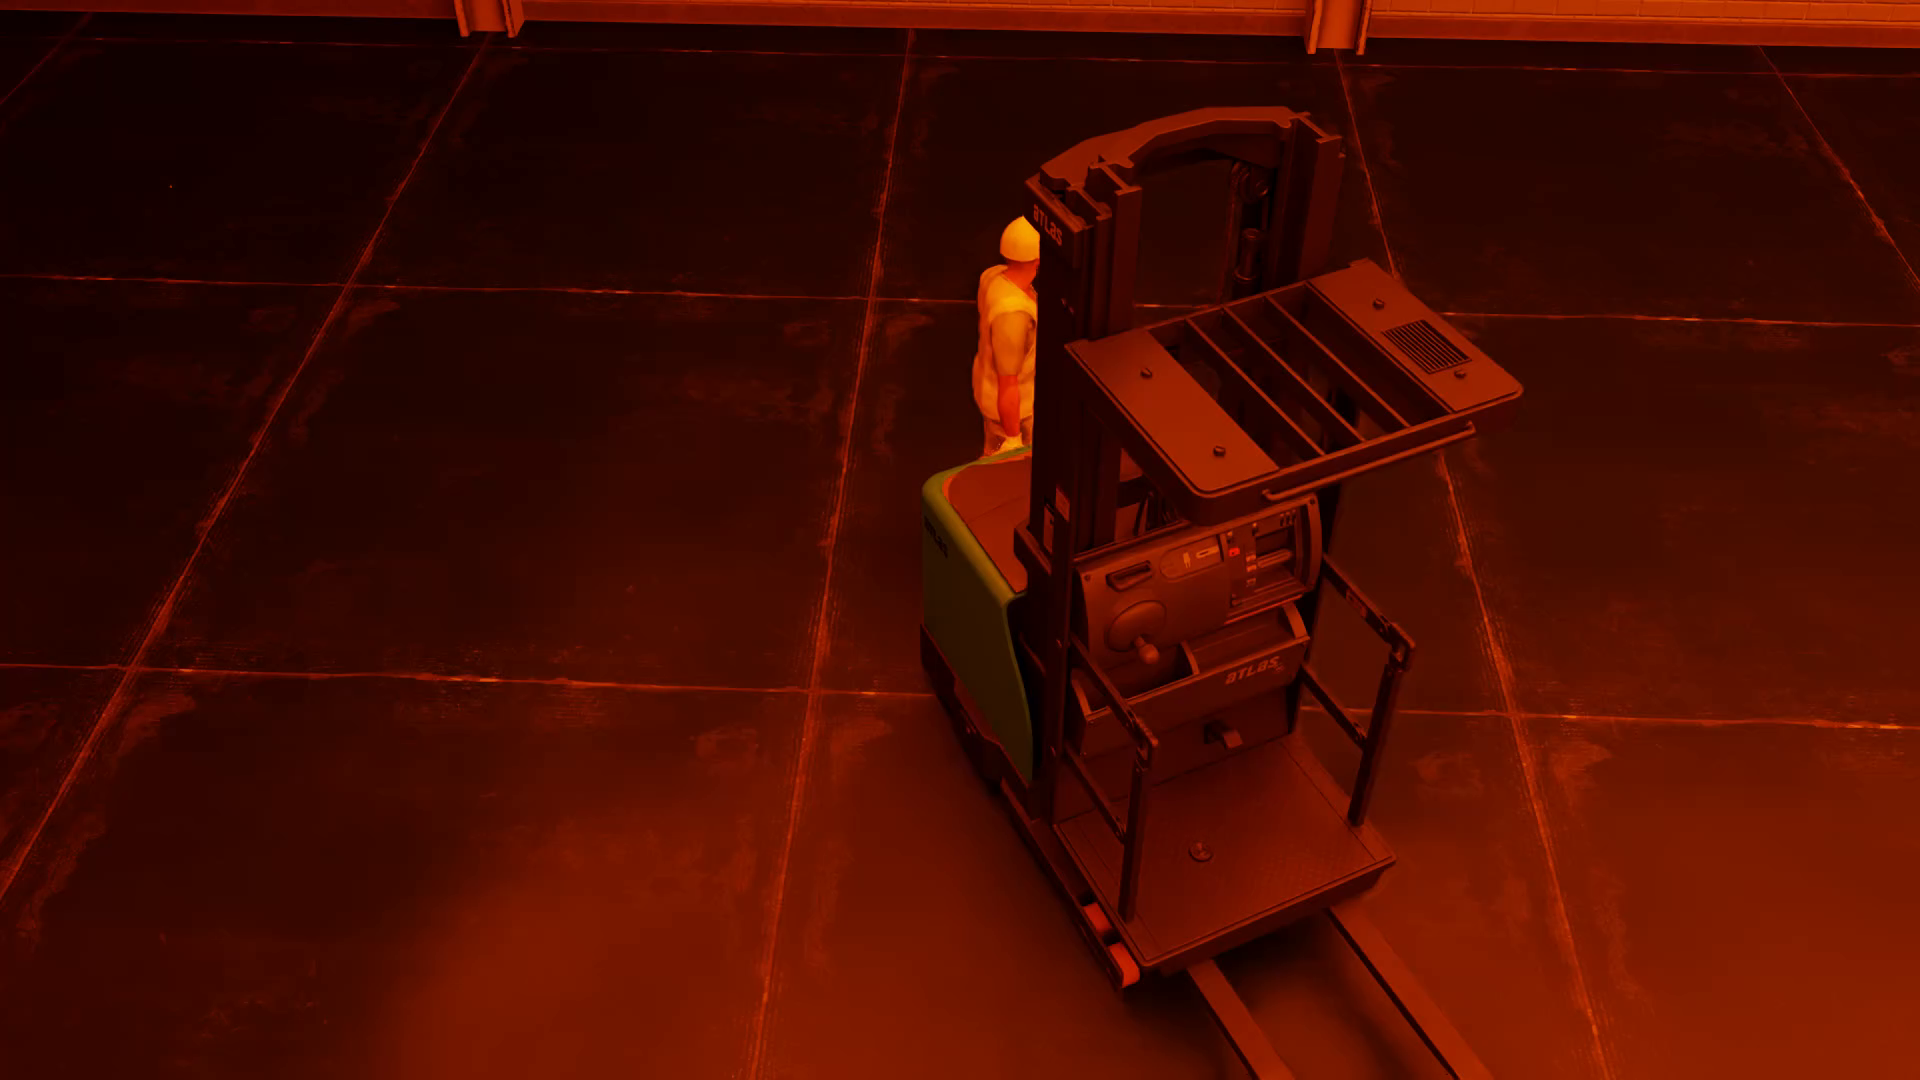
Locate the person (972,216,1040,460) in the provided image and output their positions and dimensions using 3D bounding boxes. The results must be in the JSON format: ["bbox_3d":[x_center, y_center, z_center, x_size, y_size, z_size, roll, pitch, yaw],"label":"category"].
[{"bbox_3d":[0.353,-0.639,7.315,0.789,1.753,0.751,-6,43,-6],"label":"person"}]

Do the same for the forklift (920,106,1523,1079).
[{"bbox_3d":[0.920,0.217,5.504,1.130,2.935,3.031,-18,45,-19],"label":"forklift"}]
